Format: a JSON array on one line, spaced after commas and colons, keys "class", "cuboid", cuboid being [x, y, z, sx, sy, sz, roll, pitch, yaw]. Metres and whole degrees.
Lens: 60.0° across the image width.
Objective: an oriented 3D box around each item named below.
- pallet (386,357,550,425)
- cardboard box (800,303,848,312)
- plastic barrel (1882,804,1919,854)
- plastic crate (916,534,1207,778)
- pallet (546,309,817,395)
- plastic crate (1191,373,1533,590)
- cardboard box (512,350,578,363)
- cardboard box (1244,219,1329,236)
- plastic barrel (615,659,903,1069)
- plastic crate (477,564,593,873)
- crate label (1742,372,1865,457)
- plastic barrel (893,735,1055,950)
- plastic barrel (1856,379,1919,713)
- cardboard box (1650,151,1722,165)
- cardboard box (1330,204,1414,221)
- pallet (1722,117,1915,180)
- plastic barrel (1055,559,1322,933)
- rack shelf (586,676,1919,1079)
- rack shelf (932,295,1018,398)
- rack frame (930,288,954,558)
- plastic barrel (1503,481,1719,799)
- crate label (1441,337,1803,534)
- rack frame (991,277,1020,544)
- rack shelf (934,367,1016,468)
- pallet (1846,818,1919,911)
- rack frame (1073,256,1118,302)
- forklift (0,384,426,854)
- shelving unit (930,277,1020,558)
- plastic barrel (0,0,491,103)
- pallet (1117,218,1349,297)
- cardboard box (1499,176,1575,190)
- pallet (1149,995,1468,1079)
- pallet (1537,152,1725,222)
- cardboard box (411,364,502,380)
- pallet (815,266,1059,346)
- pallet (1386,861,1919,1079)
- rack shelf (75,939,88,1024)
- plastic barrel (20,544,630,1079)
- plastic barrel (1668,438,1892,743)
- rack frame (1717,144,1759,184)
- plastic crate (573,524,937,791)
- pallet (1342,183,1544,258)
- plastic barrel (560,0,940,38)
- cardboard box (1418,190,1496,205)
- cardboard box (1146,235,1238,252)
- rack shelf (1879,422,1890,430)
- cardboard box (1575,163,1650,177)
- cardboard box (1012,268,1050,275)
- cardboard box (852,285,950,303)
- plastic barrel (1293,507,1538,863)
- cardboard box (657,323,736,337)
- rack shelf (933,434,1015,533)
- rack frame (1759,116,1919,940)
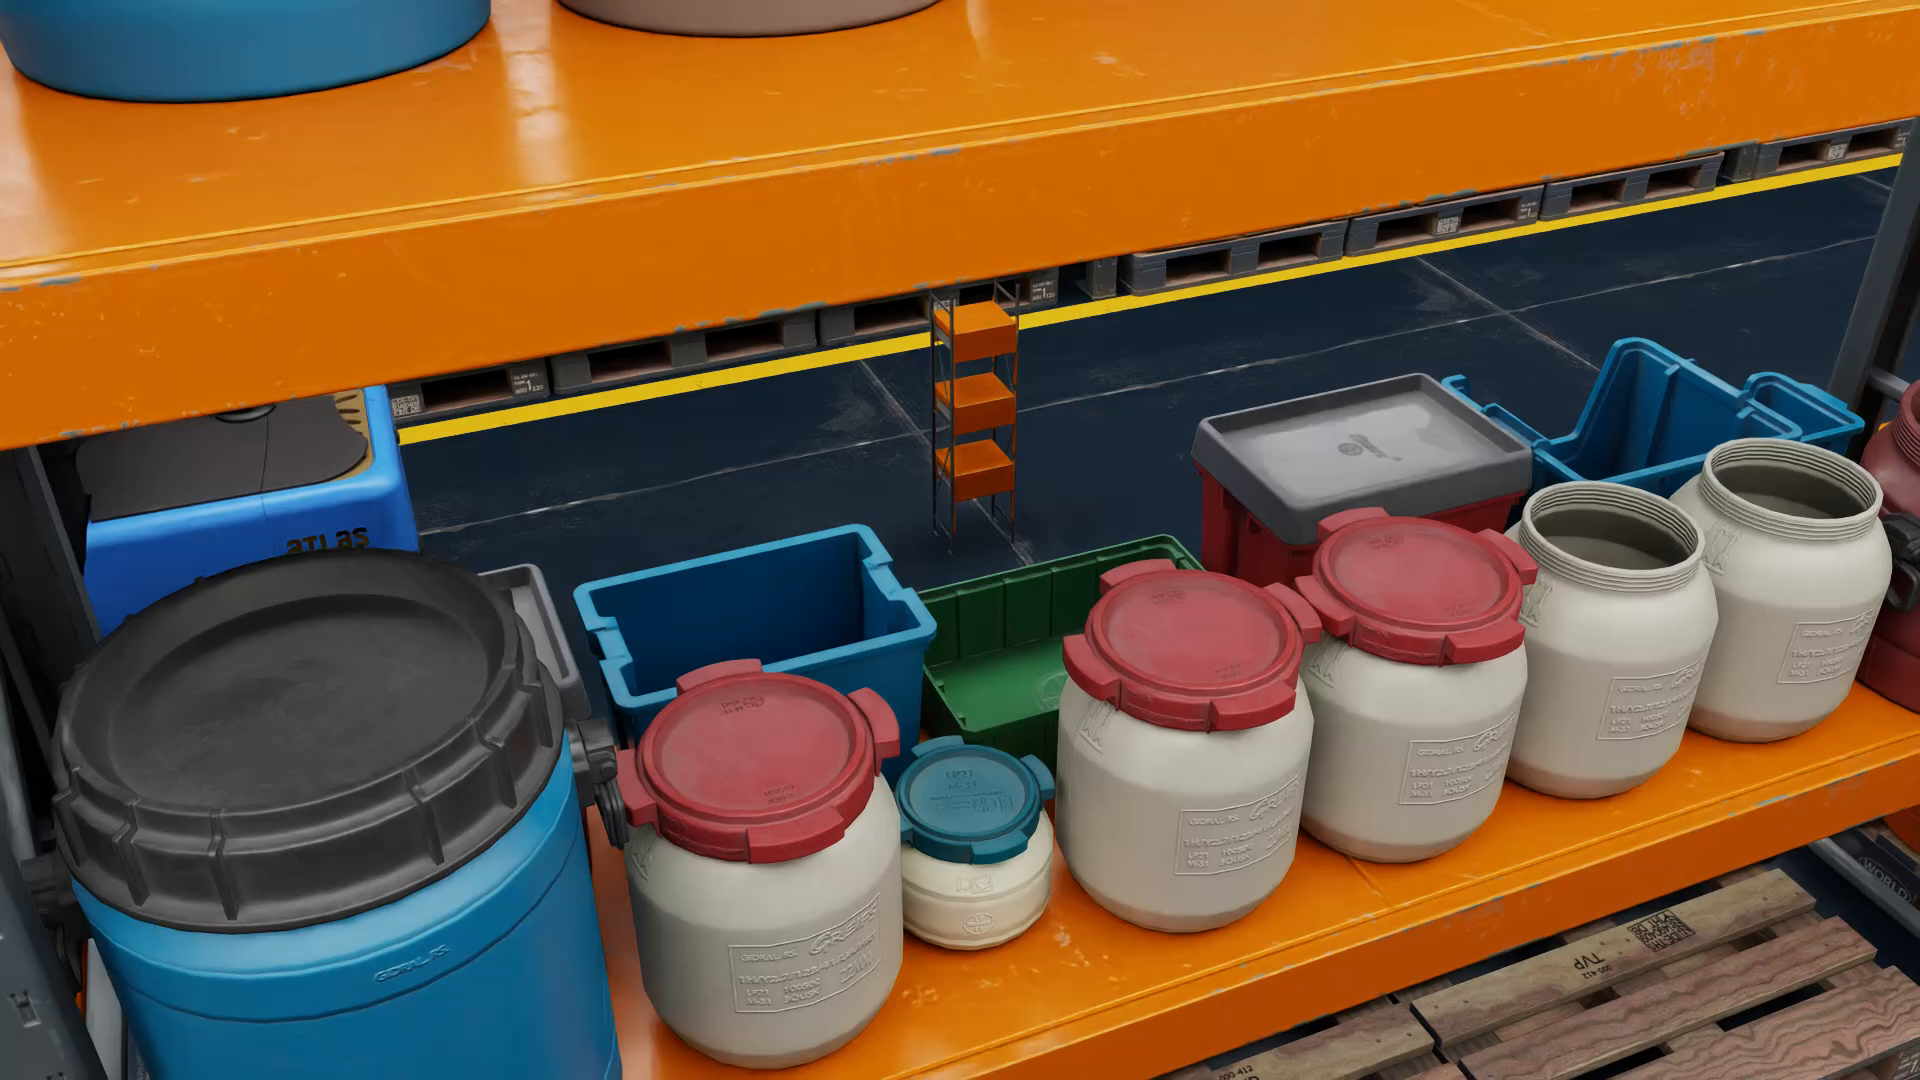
[{"class": "pallet", "cuboid": [-2.518, -0.832, 7.335, 1.213, 0.211, 1.003, -13, 35, -19]}, {"class": "cardboard box", "cuboid": [-0.823, -1.245, 7.549, 0.500, 0.250, 0.500, -12, 35, -18]}, {"class": "plastic barrel", "cuboid": [2.865, 0.443, 4.423, 0.708, 0.830, 0.600, -13, 35, -19]}, {"class": "plastic crate", "cuboid": [0.229, 0.245, 3.317, 0.662, 0.188, 0.450, -13, 35, -19]}, {"class": "pallet", "cuboid": [-1.391, -1.092, 7.734, 1.213, 0.211, 1.003, -13, 35, -19]}, {"class": "plastic crate", "cuboid": [0.812, -0.018, 3.469, 0.583, 0.464, 0.402, -13, 35, -19]}, {"class": "cardboard box", "cuboid": [-1.766, -1.028, 7.215, 0.500, 0.250, 0.500, -14, 36, -20]}, {"class": "cardboard box", "cuboid": [1.517, -1.873, 8.266, 0.500, 0.500, 0.500, -14, 36, -21]}, {"class": "plastic barrel", "cuboid": [-0.301, 0.517, 2.580, 0.433, 0.535, 0.433, 0, 33, 0]}, {"class": "plastic crate", "cuboid": [-0.940, 0.383, 2.852, 0.583, 0.464, 0.402, -13, 35, -19]}, {"class": "crate label", "cuboid": [1.887, -0.208, 3.973, 0.416, 0.233, 0.303, -13, 35, -19]}, {"class": "plastic barrel", "cuboid": [0.012, 0.522, 2.825, 0.301, 0.262, 0.301, 0, 33, 0]}, {"class": "plastic barrel", "cuboid": [2.110, 0.015, 3.352, 0.708, 0.536, 0.600, -13, 35, -19]}, {"class": "cardboard box", "cuboid": [3.850, -2.403, 9.082, 0.500, 0.500, 0.500, -13, 35, -19]}, {"class": "cardboard box", "cuboid": [1.982, -1.976, 8.425, 0.500, 0.500, 0.500, -13, 35, -20]}, {"class": "pallet", "cuboid": [4.828, -2.490, 9.884, 1.213, 0.211, 1.003, -13, 35, -19]}, {"class": "plastic barrel", "cuboid": [0.376, 0.362, 2.818, 0.433, 0.535, 0.433, 0, 33, 0]}, {"class": "rack shelf", "cuboid": [0.576, 0.545, 3.321, 4.000, 0.370, 1.077, -13, 35, -19]}, {"class": "rack shelf", "cuboid": [0.049, -0.680, 5.832, 0.240, 0.259, 0.215, -13, 35, -19]}, {"class": "rack frame", "cuboid": [-0.063, -0.426, 5.941, 0.008, 1.050, 0.200, -13, 35, -19]}, {"class": "plastic barrel", "cuboid": [1.166, 0.188, 3.108, 0.421, 0.512, 0.421, 0, 33, 0]}, {"class": "crate label", "cuboid": [1.400, -0.120, 3.651, 0.616, 0.435, 0.502, -13, 35, -19]}, {"class": "rack frame", "cuboid": [0.162, -0.477, 6.021, 0.008, 1.050, 0.200, -13, 35, -19]}, {"class": "rack shelf", "cuboid": [0.049, -0.442, 5.987, 0.240, 0.259, 0.215, -13, 35, -19]}, {"class": "pallet", "cuboid": [3.131, 0.803, 4.823, 1.213, 0.211, 1.003, -13, 35, -19]}, {"class": "rack frame", "cuboid": [0.506, -2.670, 7.604, 0.127, 3.000, 1.000, -13, 35, -19]}, {"class": "forklift", "cuboid": [-3.110, -0.467, 4.280, 3.031, 2.935, 1.130, -12, 35, -17]}, {"class": "shelving unit", "cuboid": [0.049, -0.451, 5.981, 0.252, 1.050, 0.215, -13, 35, -19]}, {"class": "plastic barrel", "cuboid": [-0.883, -1.018, 1.854, 0.708, 0.901, 0.600, -13, 35, -19]}, {"class": "pallet", "cuboid": [1.209, -1.640, 8.577, 1.213, 0.211, 1.003, -13, 35, -19]}, {"class": "cardboard box", "cuboid": [2.929, -2.197, 8.765, 0.500, 0.500, 0.500, -12, 35, -18]}, {"class": "pallet", "cuboid": [0.568, 1.390, 3.921, 1.213, 0.211, 1.003, -13, 35, -19]}, {"class": "pallet", "cuboid": [3.459, -2.155, 9.369, 1.213, 0.211, 1.003, -13, 35, -19]}, {"class": "cardboard box", "cuboid": [-2.242, -0.917, 7.045, 0.500, 0.250, 0.500, -12, 35, -18]}, {"class": "pallet", "cuboid": [-0.268, -1.347, 8.127, 1.213, 0.211, 1.003, -13, 35, -19]}, {"class": "pallet", "cuboid": [1.691, 1.134, 4.313, 1.213, 0.211, 1.003, -13, 35, -19]}, {"class": "rack shelf", "cuboid": [-3.112, 1.390, 2.024, 4.000, 0.370, 1.077, -13, 35, -19]}, {"class": "plastic barrel", "cuboid": [-0.794, 0.526, 2.231, 0.708, 0.901, 0.600, -13, 35, -19]}, {"class": "plastic barrel", "cuboid": [1.555, 0.099, 3.245, 0.421, 0.512, 0.421, 0, 33, 0]}, {"class": "rack frame", "cuboid": [4.194, -3.515, 8.902, 0.127, 3.000, 1.000, -13, 35, -19]}, {"class": "plastic crate", "cuboid": [-0.371, 0.283, 3.079, 0.575, 0.384, 0.392, -13, 35, -19]}, {"class": "pallet", "cuboid": [2.332, -1.896, 8.970, 1.213, 0.211, 1.003, -13, 35, -19]}, {"class": "plastic barrel", "cuboid": [-0.280, -1.156, 2.066, 0.600, 0.901, 0.600, 0, 33, 0]}, {"class": "cardboard box", "cuboid": [2.461, -2.089, 8.599, 0.500, 0.500, 0.500, -14, 36, -21]}, {"class": "cardboard box", "cuboid": [1.037, -1.759, 8.092, 0.500, 0.500, 0.500, -11, 35, -17]}, {"class": "rack shelf", "cuboid": [4.264, -0.299, 4.619, 4.000, 0.370, 1.077, -13, 35, -19]}, {"class": "cardboard box", "cuboid": [3.391, -2.303, 8.928, 0.500, 0.500, 0.500, -13, 35, -19]}, {"class": "cardboard box", "cuboid": [0.116, -1.460, 7.880, 0.500, 0.250, 0.500, -12, 35, -18]}, {"class": "cardboard box", "cuboid": [-0.358, -1.349, 7.710, 0.500, 0.250, 0.500, -13, 35, -19]}, {"class": "plastic barrel", "cuboid": [0.775, 0.271, 2.959, 0.433, 0.535, 0.433, 0, 33, 0]}, {"class": "cardboard box", "cuboid": [-1.296, -1.135, 7.380, 0.500, 0.250, 0.500, -12, 35, -18]}, {"class": "rack shelf", "cuboid": [0.049, -0.210, 6.138, 0.240, 0.259, 0.215, -13, 35, -19]}, {"class": "rack frame", "cuboid": [2.420, -0.179, 3.774, 0.127, 3.000, 1.000, -13, 35, -19]}]
